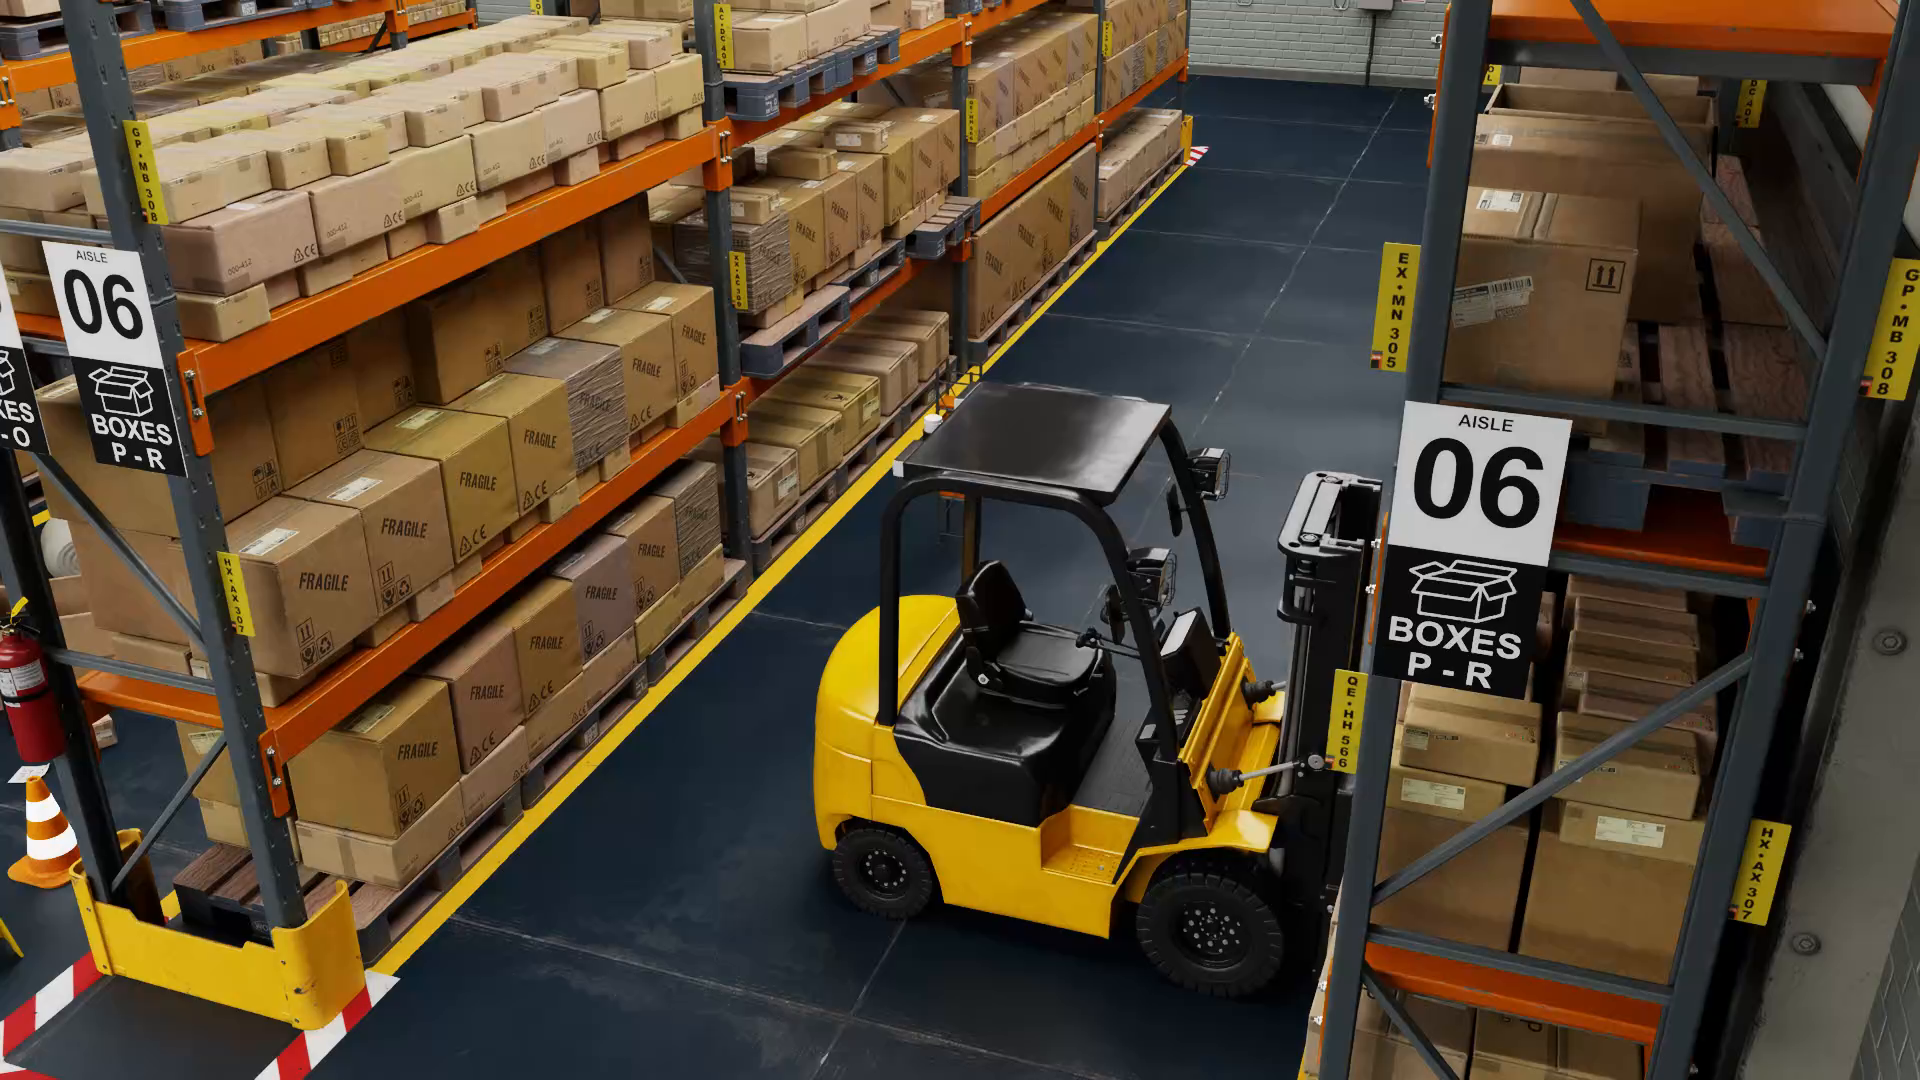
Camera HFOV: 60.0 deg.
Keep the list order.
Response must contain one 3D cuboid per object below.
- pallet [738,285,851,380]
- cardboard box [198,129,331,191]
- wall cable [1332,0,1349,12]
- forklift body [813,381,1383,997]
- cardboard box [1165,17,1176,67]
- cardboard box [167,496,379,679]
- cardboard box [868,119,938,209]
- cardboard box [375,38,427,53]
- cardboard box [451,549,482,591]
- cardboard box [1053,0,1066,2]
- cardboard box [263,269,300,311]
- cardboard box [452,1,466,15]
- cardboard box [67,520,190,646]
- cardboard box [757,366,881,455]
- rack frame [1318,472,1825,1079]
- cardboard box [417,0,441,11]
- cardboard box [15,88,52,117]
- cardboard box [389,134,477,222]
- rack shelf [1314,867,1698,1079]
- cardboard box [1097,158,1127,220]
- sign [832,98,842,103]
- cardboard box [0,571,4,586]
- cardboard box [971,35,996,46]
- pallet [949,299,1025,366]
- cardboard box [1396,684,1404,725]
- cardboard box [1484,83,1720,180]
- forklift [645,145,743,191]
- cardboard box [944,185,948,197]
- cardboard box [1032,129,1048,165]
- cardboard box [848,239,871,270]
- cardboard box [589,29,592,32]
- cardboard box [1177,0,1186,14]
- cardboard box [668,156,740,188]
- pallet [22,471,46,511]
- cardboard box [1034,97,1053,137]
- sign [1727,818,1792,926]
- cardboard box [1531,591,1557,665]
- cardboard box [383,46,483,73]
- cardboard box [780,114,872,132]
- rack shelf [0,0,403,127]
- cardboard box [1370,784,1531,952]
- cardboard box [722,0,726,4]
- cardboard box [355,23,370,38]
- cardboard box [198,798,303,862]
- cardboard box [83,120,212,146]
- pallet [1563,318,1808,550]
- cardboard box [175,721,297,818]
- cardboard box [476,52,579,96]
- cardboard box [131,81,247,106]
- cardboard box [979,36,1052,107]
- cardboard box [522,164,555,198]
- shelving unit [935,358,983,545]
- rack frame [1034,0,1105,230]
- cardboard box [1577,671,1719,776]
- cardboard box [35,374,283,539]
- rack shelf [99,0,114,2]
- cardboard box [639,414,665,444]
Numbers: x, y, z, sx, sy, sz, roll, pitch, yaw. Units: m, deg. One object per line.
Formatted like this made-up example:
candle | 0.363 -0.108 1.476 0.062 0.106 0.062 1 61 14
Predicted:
pallet | -1.367 -1.346 10.308 1.003 0.211 1.213 9 27 17
cardboard box | -2.569 -1.407 6.146 0.380 0.149 0.250 9 27 17
wall cable | 5.431 -8.648 24.002 0.588 1.984 0.122 9 27 17
forklift body | 0.503 0.561 7.123 2.313 2.155 1.214 9 27 17
cardboard box | 2.143 -5.675 18.914 0.500 0.500 0.500 8 27 16
cardboard box | -2.670 0.171 6.498 0.500 0.500 0.500 8 27 17
cardboard box | -0.478 -2.710 11.966 0.500 0.500 0.500 8 27 17
cardboard box | -7.551 -6.092 21.846 0.875 0.875 0.875 9 27 17
cardboard box | -2.364 0.096 7.397 0.380 0.149 0.250 9 27 19
cardboard box | 0.896 -5.479 16.618 0.380 0.149 0.250 9 27 19
cardboard box | -2.670 -0.943 6.101 0.380 0.149 0.250 8 27 16
cardboard box | -6.918 -7.201 22.468 0.380 0.149 0.250 9 27 18
cardboard box | -3.169 0.063 6.722 0.500 0.500 0.500 8 27 17
cardboard box | -1.120 -0.943 11.790 0.950 0.372 0.625 10 27 19
rack frame | 1.593 1.223 4.782 1.000 3.000 0.127 9 27 17
cardboard box | -7.191 -7.128 21.861 0.500 0.250 0.500 8 27 17
cardboard box | -9.354 -4.425 16.333 0.500 0.500 0.500 10 27 19
cardboard box | -2.345 -1.501 6.797 0.500 0.250 0.500 10 27 19
rack shelf | 2.258 0.725 6.636 1.077 0.370 4.000 9 27 17
cardboard box | 1.214 -3.705 17.418 0.875 0.438 0.875 8 27 17
sign | -0.952 -3.383 12.967 0.100 0.325 0.005 9 27 17
cardboard box | -6.009 0.095 9.977 0.500 0.500 0.500 14 29 26
cardboard box | 0.008 -4.150 14.618 0.500 0.500 0.500 8 27 17
pallet | -0.094 -1.841 14.310 1.003 0.211 1.213 9 27 17
cardboard box | 1.501 0.593 5.223 0.380 0.149 0.250 9 27 18
cardboard box | 2.176 -1.266 5.766 0.797 0.503 0.637 10 27 19
forklift | -2.498 -3.040 13.666 1.130 2.935 3.031 11 28 21
cardboard box | -0.314 -2.690 12.670 0.380 0.149 0.250 10 28 19
cardboard box | 0.468 -3.512 14.733 0.500 0.250 0.500 9 27 17
cardboard box | -0.817 -1.928 11.096 0.380 0.149 0.250 10 28 19
cardboard box | -3.836 -5.143 17.054 0.380 0.149 0.250 8 27 16
cardboard box | 2.299 -6.333 19.126 0.500 0.500 0.500 10 27 19
cardboard box | -1.601 -2.307 10.390 0.380 0.149 0.250 8 27 16
pallet | -6.787 -0.259 11.043 1.003 0.211 1.213 9 27 17
cardboard box | 0.506 -3.735 14.620 0.500 0.250 0.500 9 27 18
sign | 2.114 0.881 4.405 0.100 0.325 0.005 9 27 17
cardboard box | 1.780 0.265 5.559 0.380 0.149 0.250 9 27 18
cardboard box | -2.474 -2.221 7.827 0.380 0.149 0.250 8 27 16
cardboard box | -0.962 -2.784 12.121 0.500 0.500 0.500 10 28 20
rack shelf | -5.794 -3.664 12.258 1.077 0.370 4.000 9 27 17
cardboard box | 1.509 0.938 5.257 0.500 0.500 0.500 8 27 16
cardboard box | -1.527 -3.079 9.915 0.500 0.250 0.500 9 27 18
cardboard box | -7.598 -6.357 20.725 0.380 0.149 0.250 9 27 18
cardboard box | -3.066 1.172 7.560 0.500 0.250 0.500 9 27 17
cardboard box | -3.066 -1.481 6.298 0.380 0.149 0.250 8 27 17
pallet | 1.852 -0.374 4.740 1.003 0.211 1.213 9 27 17
cardboard box | -3.069 0.849 7.368 0.500 0.500 0.500 9 27 18
cardboard box | -1.990 -2.143 7.665 0.380 0.149 0.250 8 27 16
cardboard box | -5.793 -3.142 12.535 0.700 0.500 0.500 8 27 17
cardboard box | 0.481 -4.068 14.447 0.500 0.500 0.500 9 27 18
cardboard box | -2.098 -1.687 7.639 0.380 0.149 0.250 9 27 19
shelving unit | -0.005 -0.534 10.476 0.258 1.200 0.189 9 27 17
rack frame | 0.904 -4.427 16.451 1.000 3.000 0.127 9 27 17
cardboard box | 2.053 0.545 4.982 0.380 0.149 0.250 10 27 19
cardboard box | -3.125 -0.366 6.460 0.700 0.500 0.500 8 27 16
rack shelf | -2.424 -2.692 6.813 1.077 0.370 4.000 9 27 17
cardboard box | -1.815 -0.650 8.940 0.380 0.149 0.250 9 27 18
